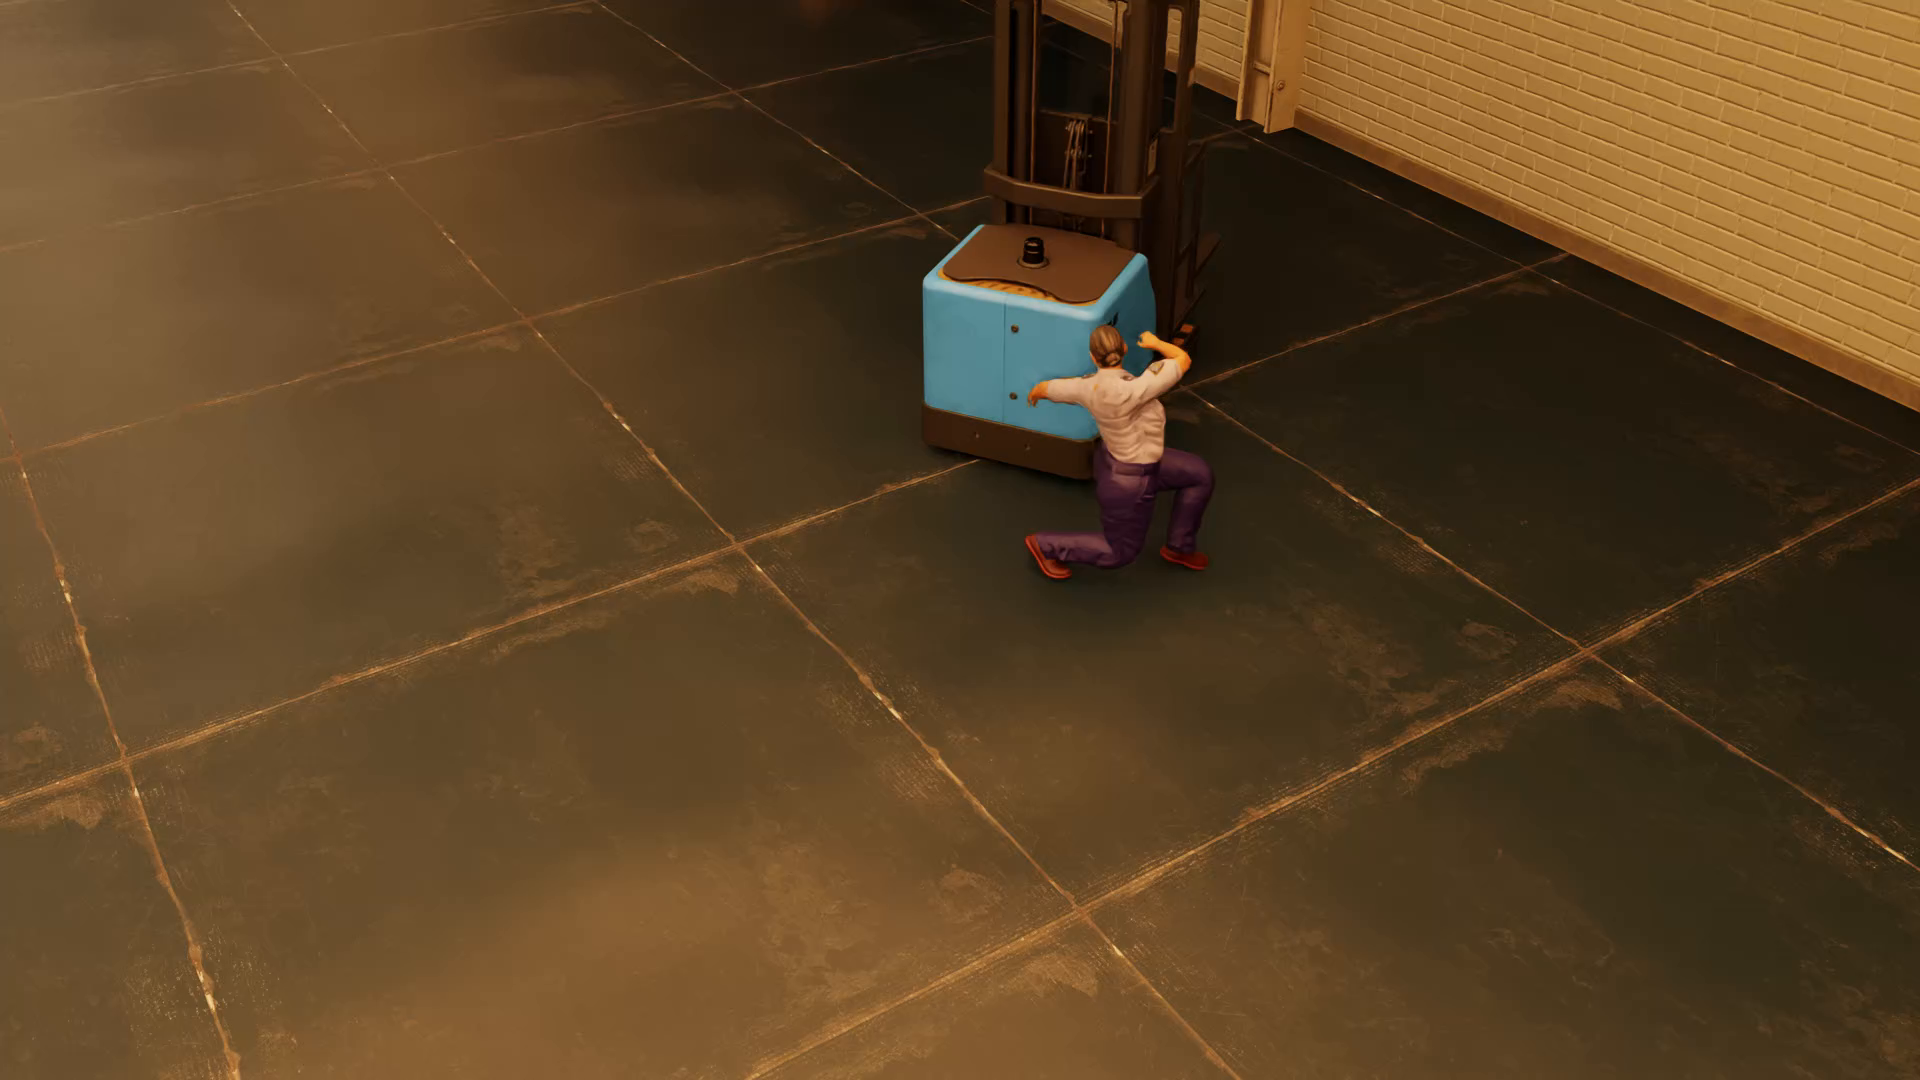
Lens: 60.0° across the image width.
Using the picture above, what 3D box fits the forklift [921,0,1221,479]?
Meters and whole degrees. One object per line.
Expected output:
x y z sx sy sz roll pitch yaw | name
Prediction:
0.845 -2.368 9.518 1.130 2.935 3.031 14 38 19 | forklift

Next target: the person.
0.780 -0.493 8.233 0.950 1.362 0.842 -5 35 -7 | person
